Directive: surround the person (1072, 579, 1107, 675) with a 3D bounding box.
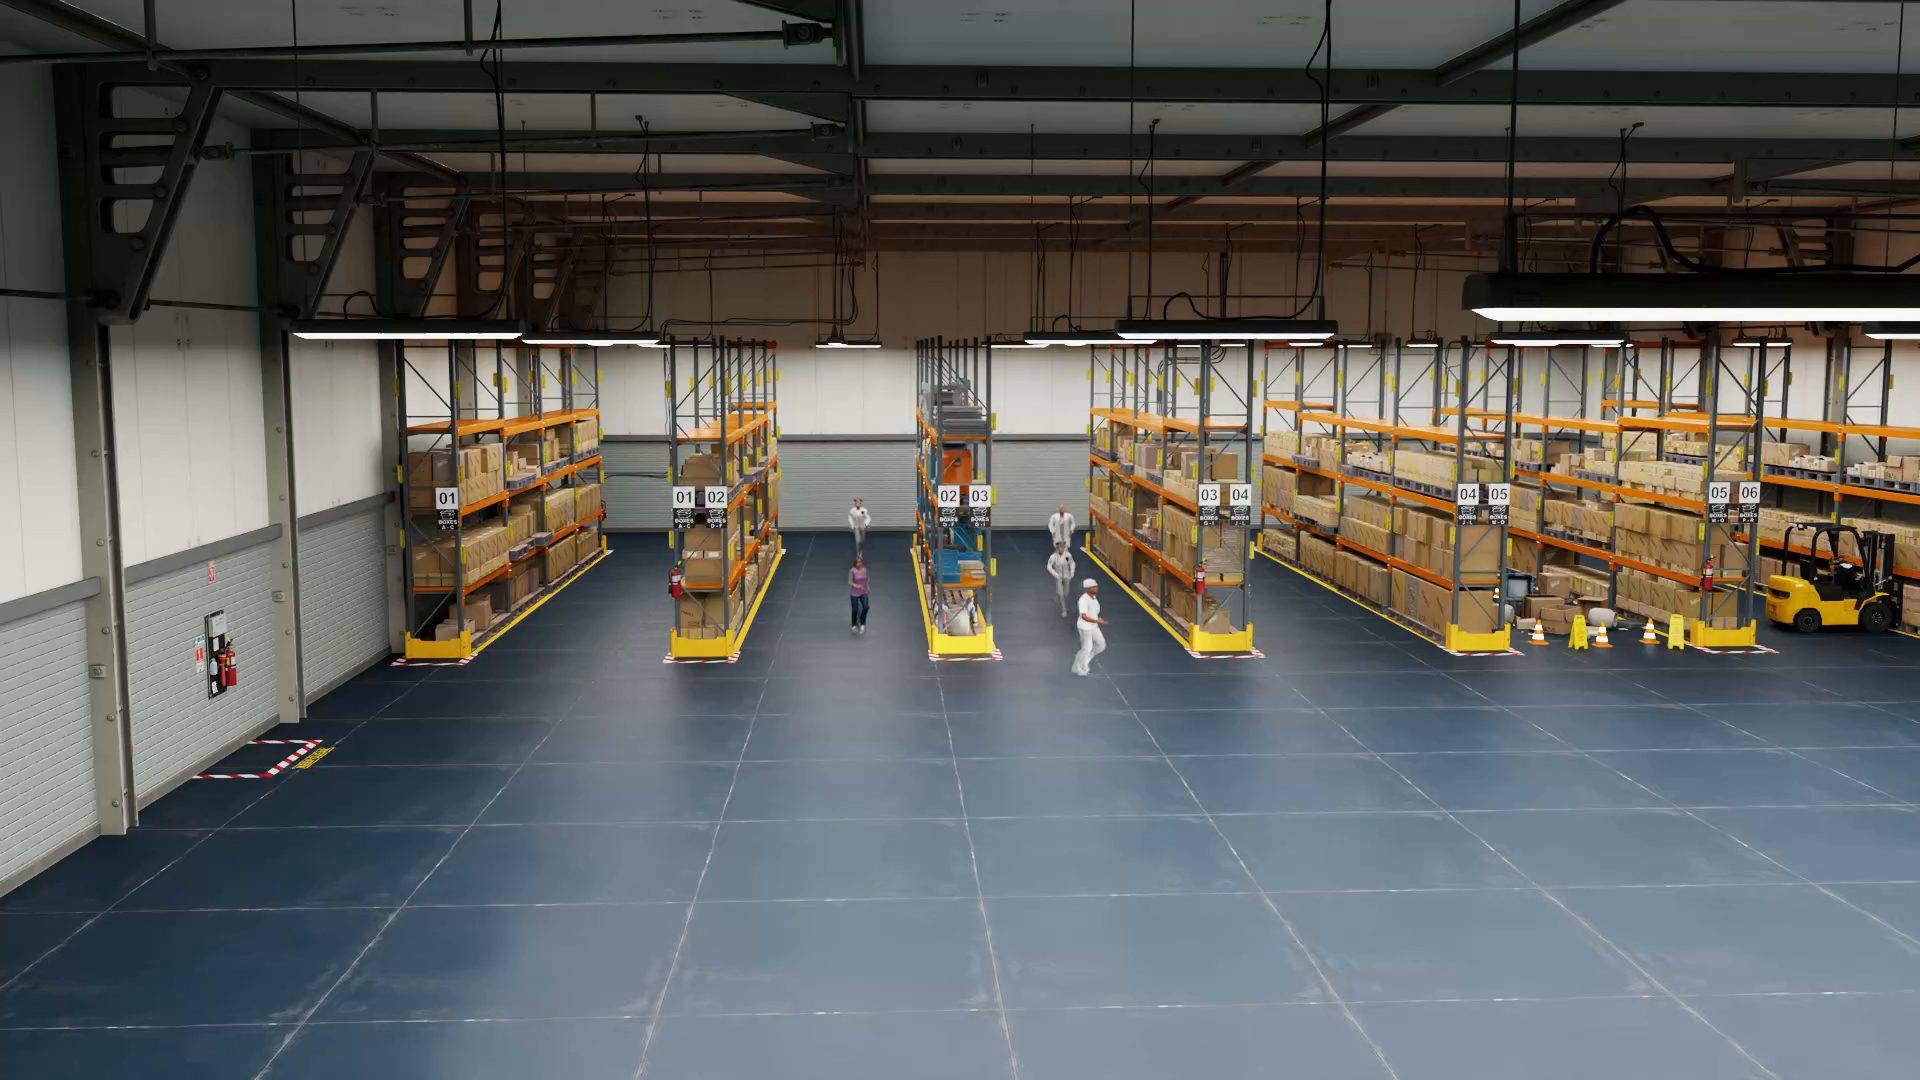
[{"bbox_3d":[2.305,1.530,29.316,0.700,1.716,0.682,3,7,26],"label":"person"}]

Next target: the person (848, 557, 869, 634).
[{"bbox_3d":[-2.034,1.124,33.590,0.504,1.574,0.732,-2,7,-20],"label":"person"}]

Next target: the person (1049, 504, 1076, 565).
[{"bbox_3d":[2.672,-0.066,43.445,0.710,1.756,0.709,0,6,1],"label":"person"}]

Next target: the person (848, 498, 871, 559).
[{"bbox_3d":[-2.779,-0.321,45.996,0.616,1.708,0.695,0,7,-4],"label":"person"}]

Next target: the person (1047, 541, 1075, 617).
[{"bbox_3d":[2.186,0.831,36.202,0.642,1.651,0.698,-1,7,-12],"label":"person"}]
